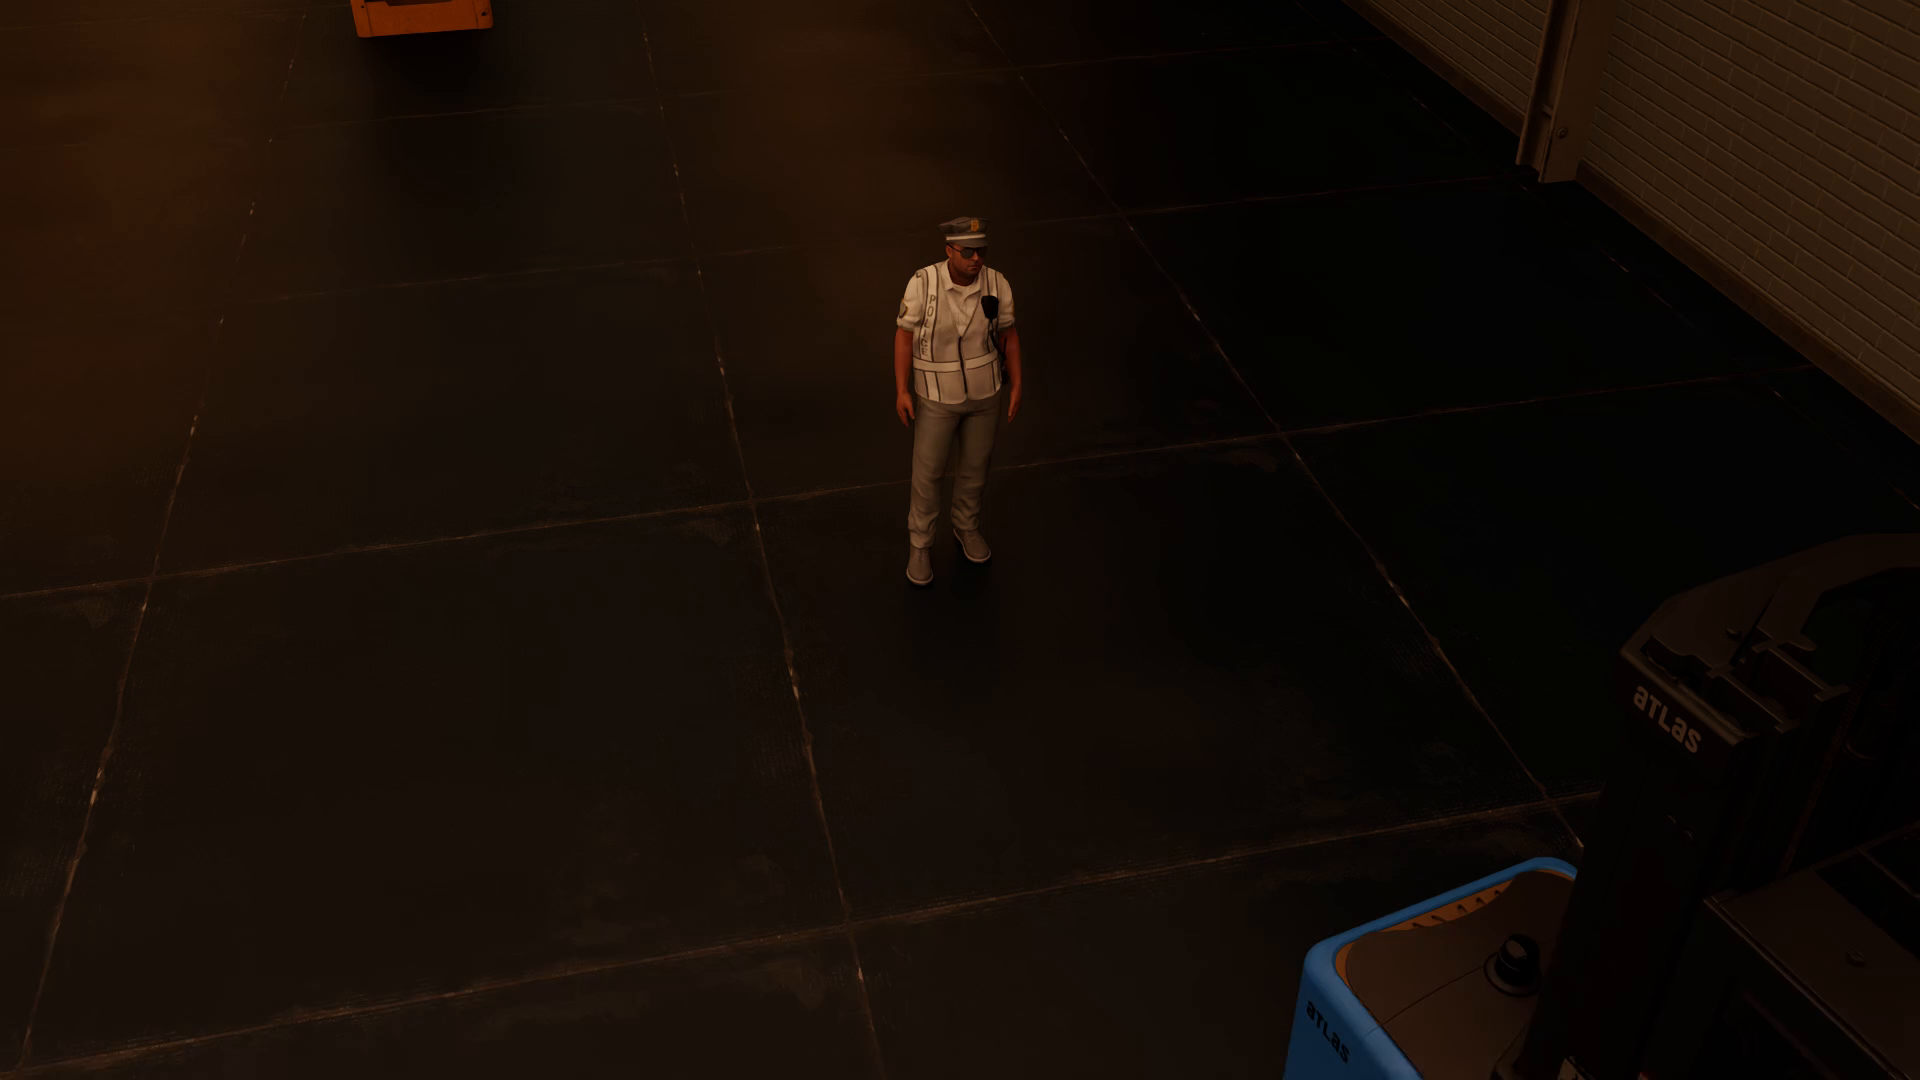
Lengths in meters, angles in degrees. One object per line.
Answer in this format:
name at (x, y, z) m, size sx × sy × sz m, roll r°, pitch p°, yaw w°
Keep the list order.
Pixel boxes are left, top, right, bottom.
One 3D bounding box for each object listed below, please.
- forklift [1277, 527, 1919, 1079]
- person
forklift at (2.086, 1.564, 3.878) m, size 1.130 × 2.935 × 3.031 m, roll -15°, pitch 38°, yaw -20°
person at (0.005, -0.682, 7.972) m, size 0.640 × 1.778 × 0.575 m, roll -8°, pitch 36°, yaw -11°
